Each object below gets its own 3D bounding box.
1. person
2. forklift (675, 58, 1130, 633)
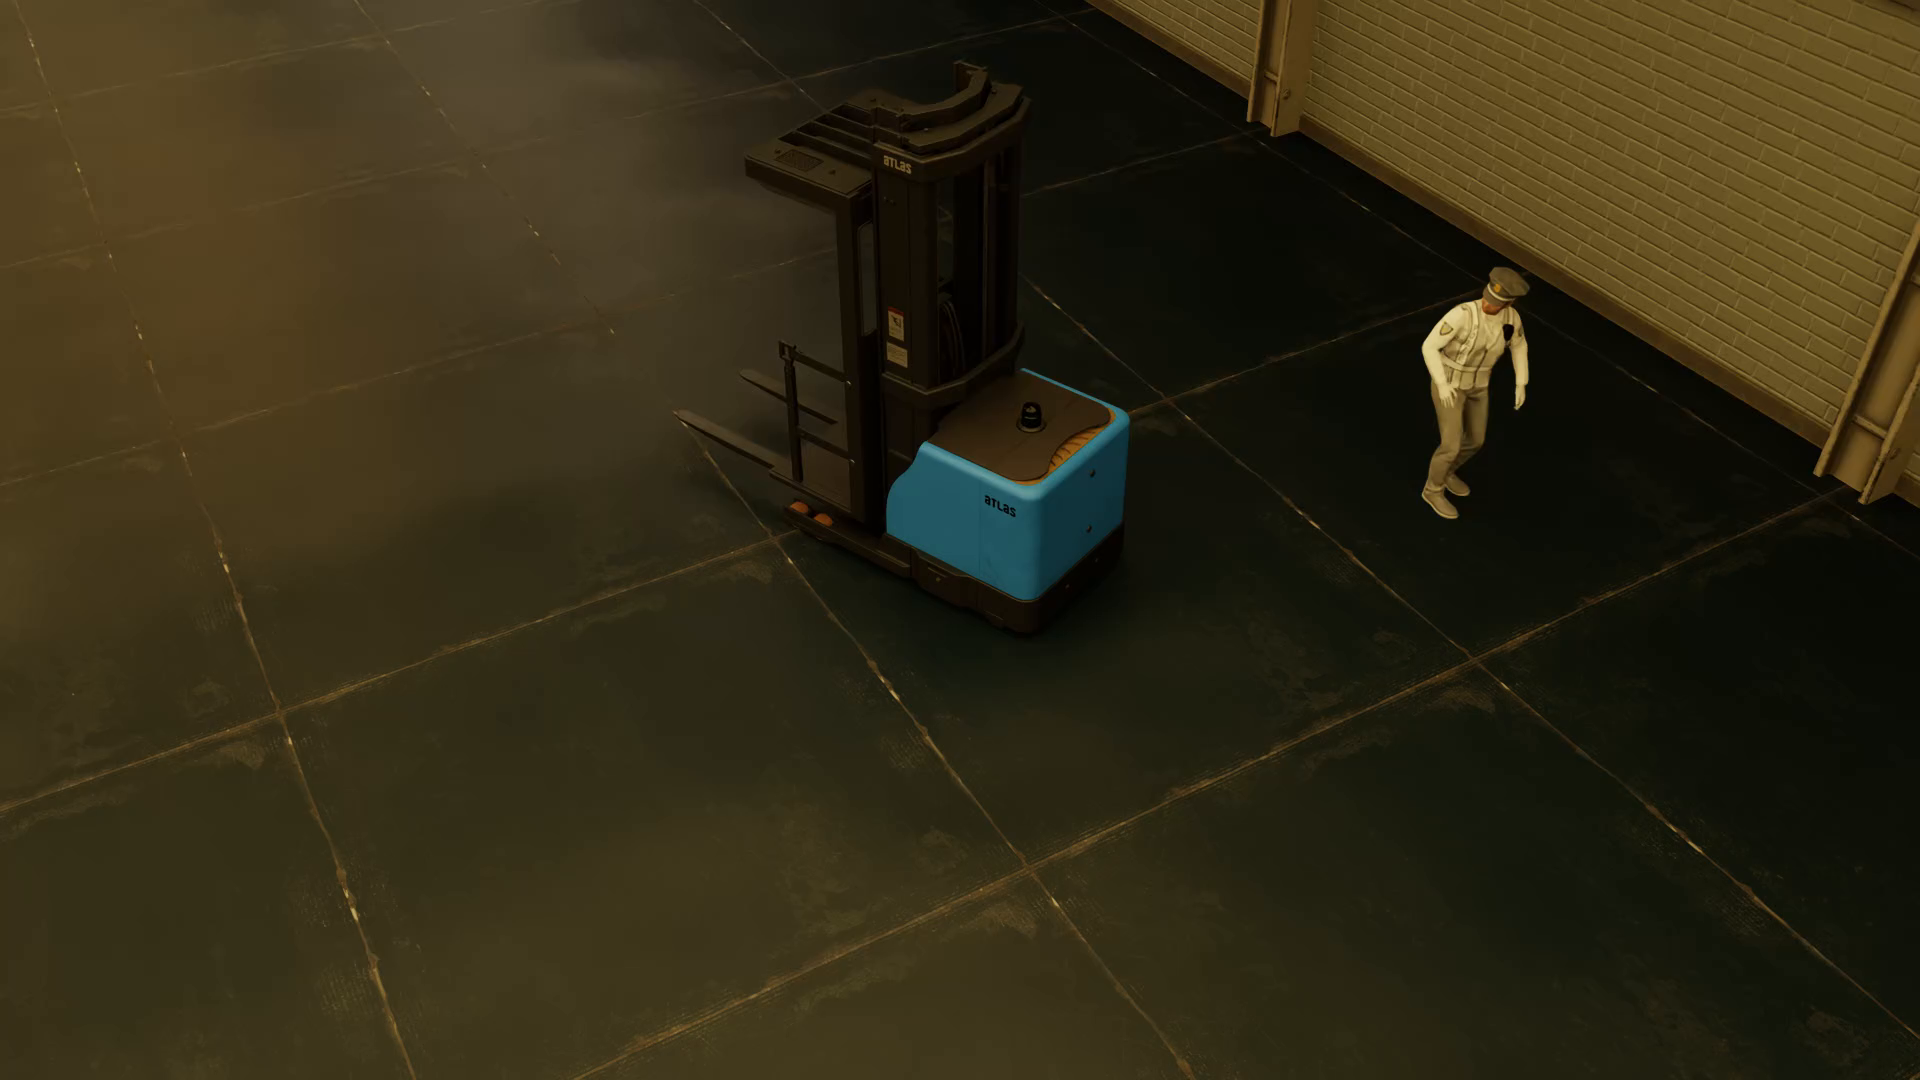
[{"bbox_3d":[3.147,-0.919,10.170,0.697,1.639,0.476,-14,42,-16],"label":"person"},{"bbox_3d":[-0.481,-1.366,9.683,3.031,2.935,1.130,26,46,28],"label":"forklift"}]
